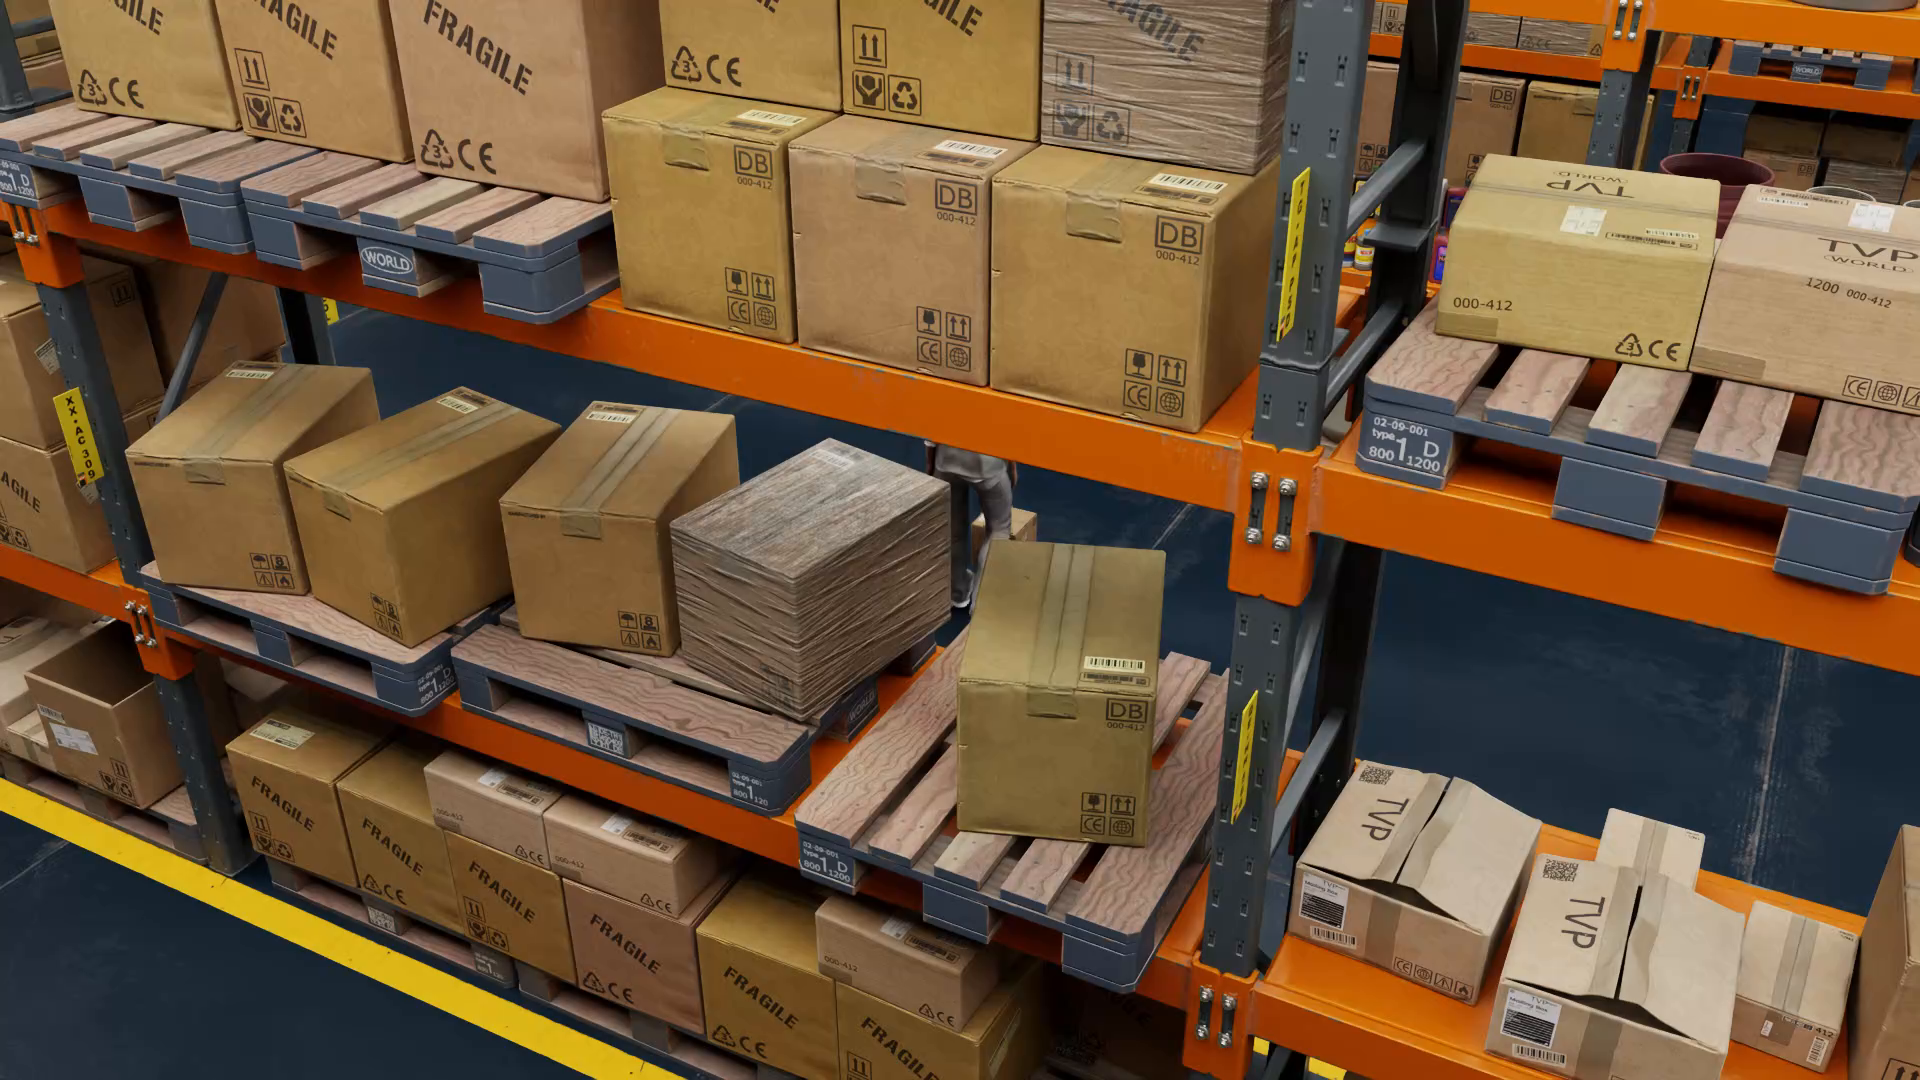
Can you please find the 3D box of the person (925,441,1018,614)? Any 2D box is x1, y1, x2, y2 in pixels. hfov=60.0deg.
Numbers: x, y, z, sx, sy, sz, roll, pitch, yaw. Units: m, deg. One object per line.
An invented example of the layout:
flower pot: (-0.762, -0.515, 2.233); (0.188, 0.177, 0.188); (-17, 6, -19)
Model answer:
person: (0.053, -0.337, 7.681); (0.433, 1.587, 0.557); (9, 32, 15)
